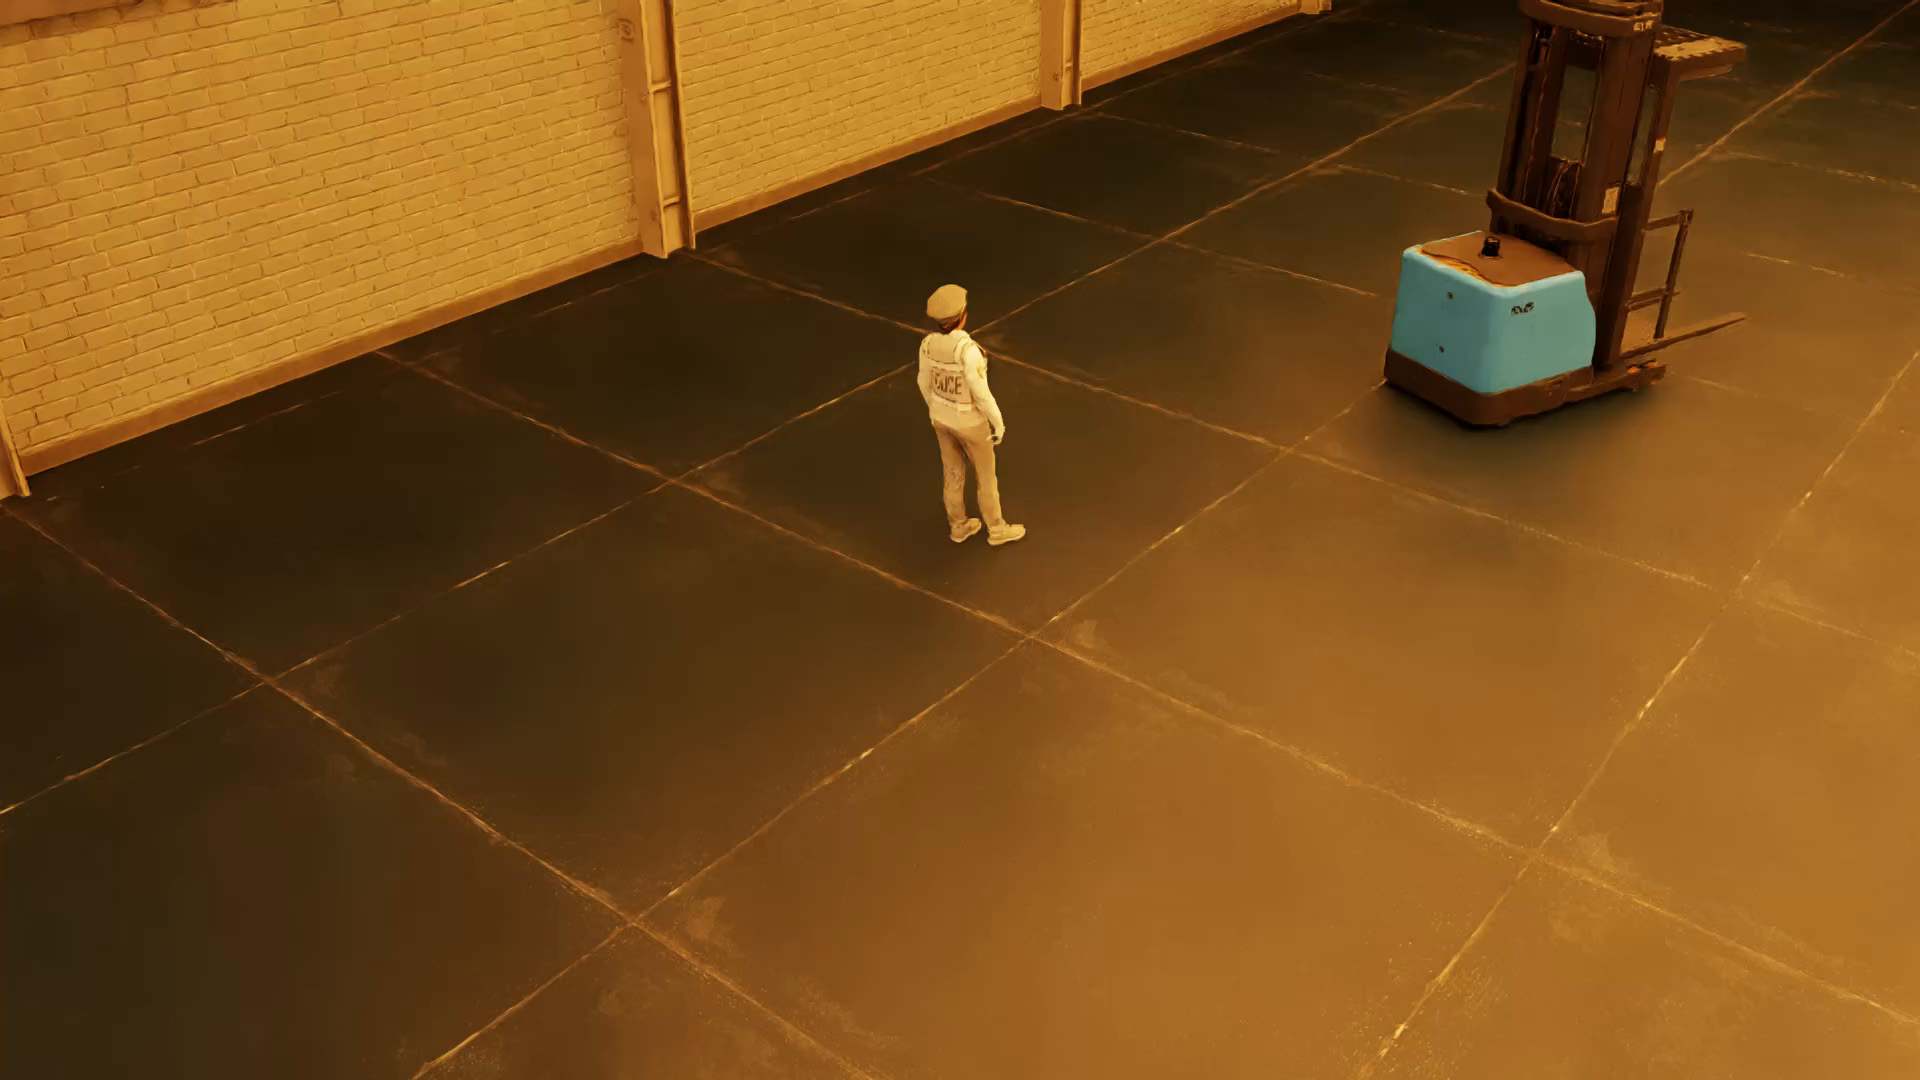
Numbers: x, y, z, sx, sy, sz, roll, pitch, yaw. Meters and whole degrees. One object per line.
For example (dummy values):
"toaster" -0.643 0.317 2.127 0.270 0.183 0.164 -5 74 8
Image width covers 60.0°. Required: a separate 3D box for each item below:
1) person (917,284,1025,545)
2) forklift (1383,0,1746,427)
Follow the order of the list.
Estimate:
"person" 0.048 -0.762 10.110 0.586 1.695 0.532 22 37 33
"forklift" 4.710 -2.603 12.050 3.031 2.935 1.130 -16 34 -26
